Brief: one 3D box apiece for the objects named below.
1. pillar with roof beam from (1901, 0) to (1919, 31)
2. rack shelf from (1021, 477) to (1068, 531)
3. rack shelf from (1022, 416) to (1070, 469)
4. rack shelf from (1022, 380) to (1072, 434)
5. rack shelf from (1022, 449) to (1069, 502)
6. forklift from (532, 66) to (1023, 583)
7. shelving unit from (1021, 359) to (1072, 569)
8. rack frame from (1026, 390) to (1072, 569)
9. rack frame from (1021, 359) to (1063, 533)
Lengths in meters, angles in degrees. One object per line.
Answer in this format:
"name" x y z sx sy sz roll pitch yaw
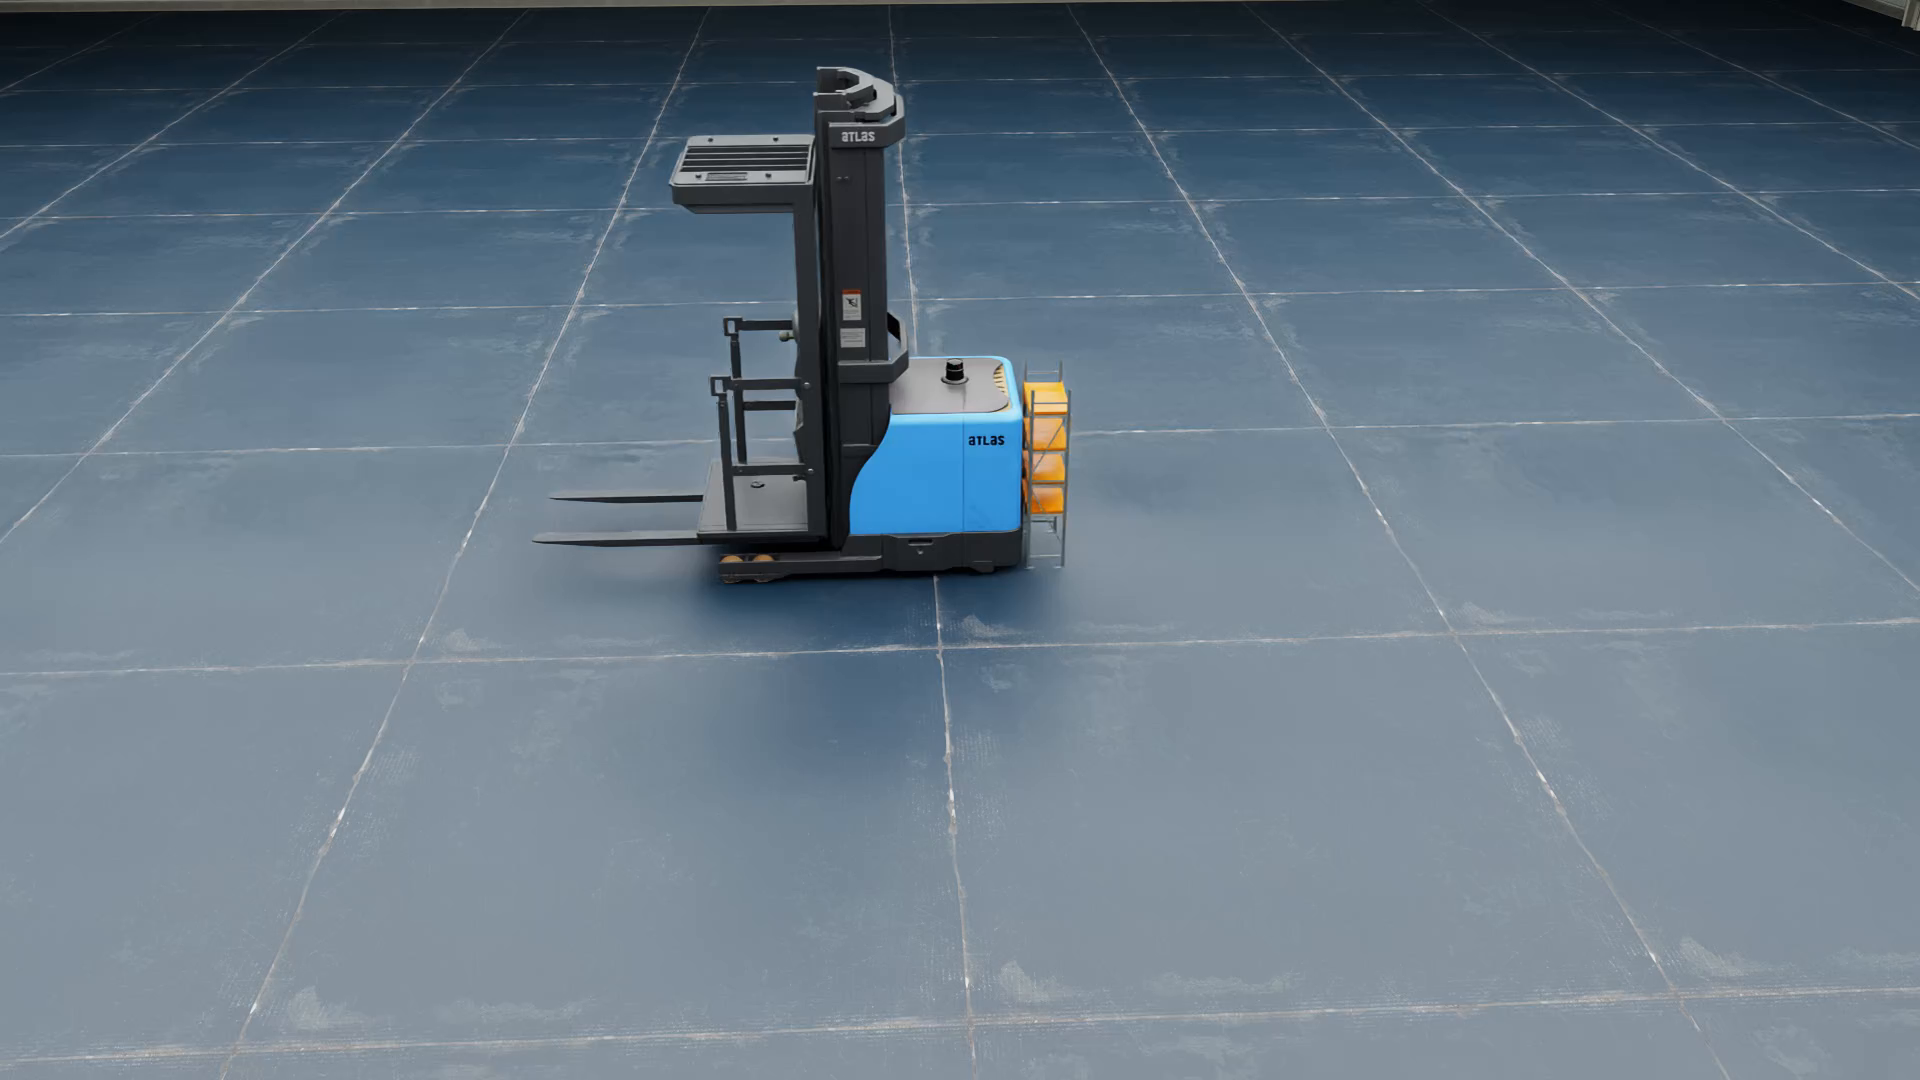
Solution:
"pillar with roof beam" 10.811 -11.966 23.962 9.100 9.000 0.400 -1 28 -3
"rack shelf" 0.523 -0.232 10.471 0.258 0.148 0.480 -1 28 -3
"rack shelf" 0.526 -0.607 10.276 0.258 0.148 0.480 -1 28 -3
"rack shelf" 0.528 -0.817 10.166 0.258 0.148 0.480 -1 28 -3
"rack shelf" 0.525 -0.409 10.379 0.258 0.148 0.480 -1 28 -3
"forklift" -1.147 -1.284 10.043 3.031 2.935 1.130 -1 28 -2
"shelving unit" 0.525 -0.468 10.348 0.258 1.200 0.503 -1 28 -3
"rack frame" 0.537 -0.355 10.132 0.240 1.200 0.015 -1 28 -3
"rack frame" 0.513 -0.581 10.564 0.240 1.200 0.015 -1 28 -3
